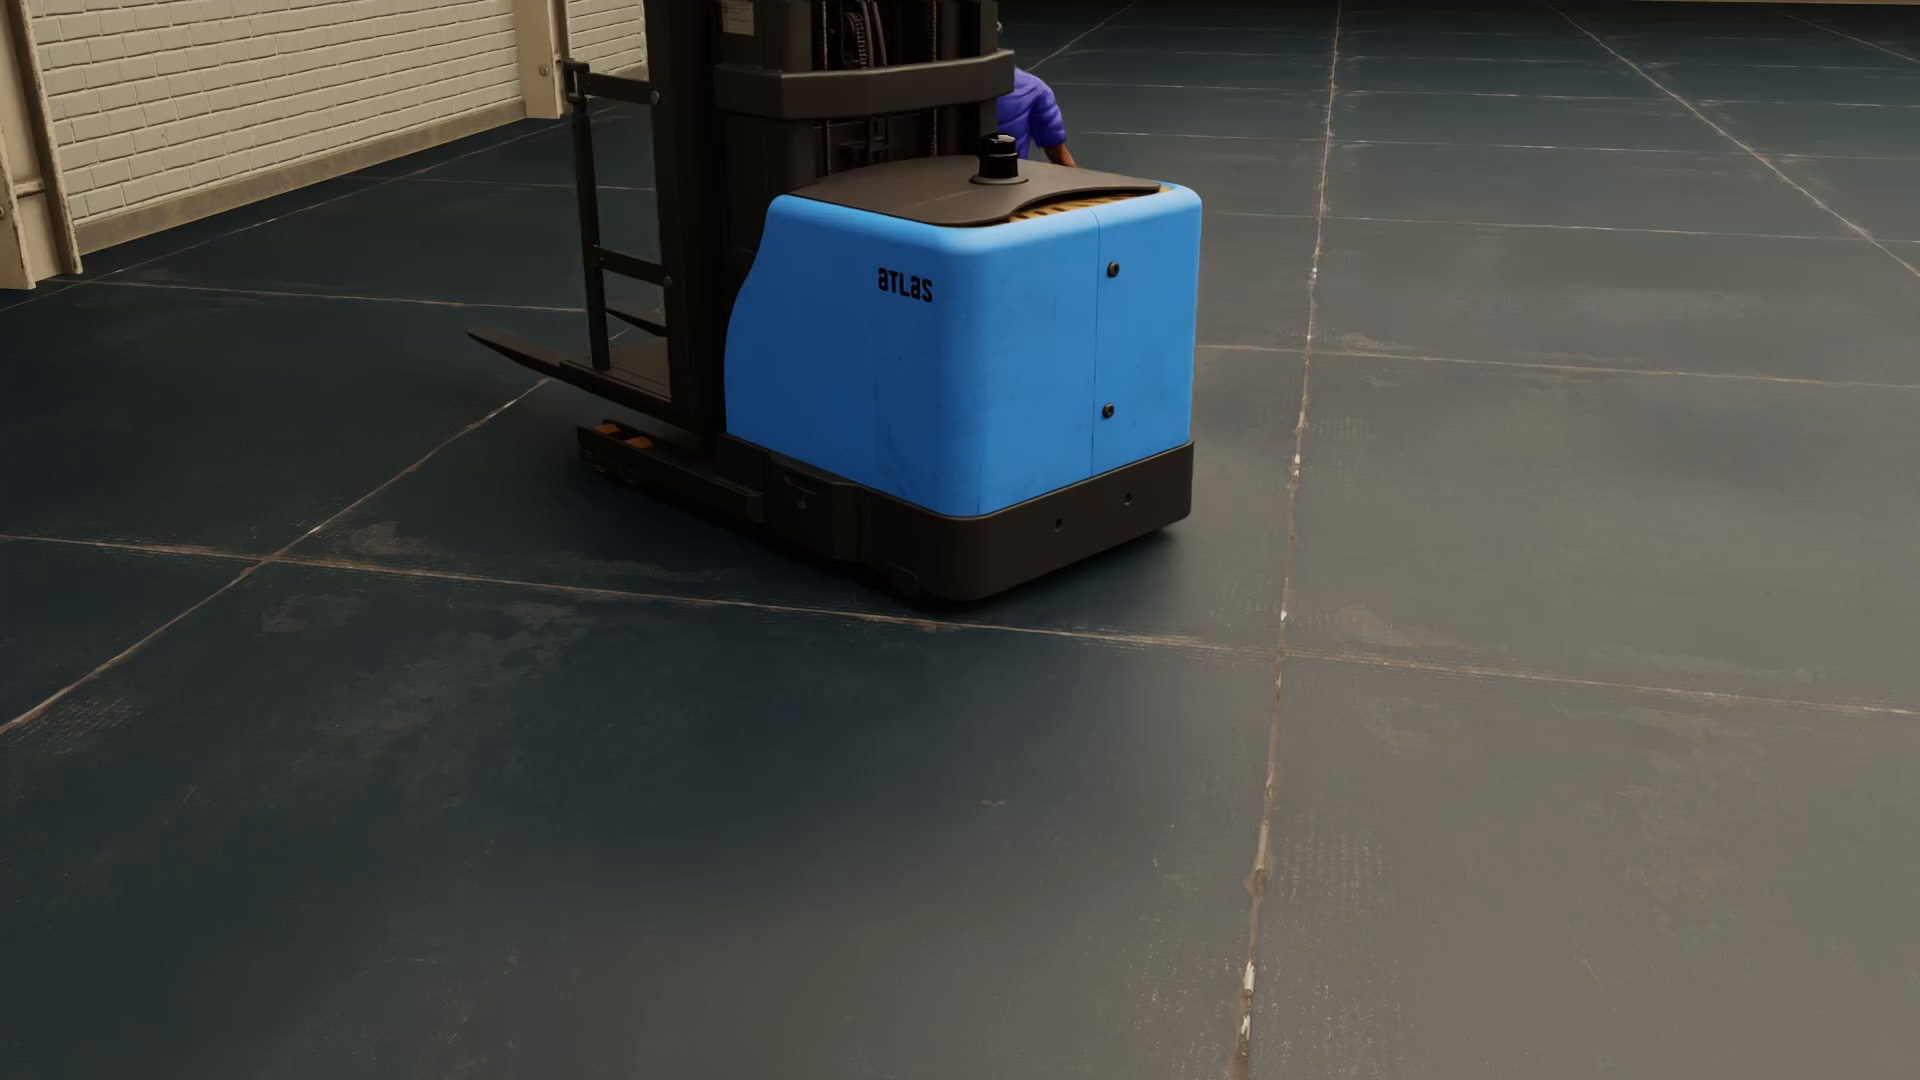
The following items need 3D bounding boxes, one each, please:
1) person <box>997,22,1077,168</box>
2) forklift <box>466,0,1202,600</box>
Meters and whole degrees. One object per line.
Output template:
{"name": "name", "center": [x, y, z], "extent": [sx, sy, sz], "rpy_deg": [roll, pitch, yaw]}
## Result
{"name": "person", "center": [0.139, -1.190, 6.086], "extent": [0.688, 1.530, 0.937], "rpy_deg": [-2, 22, -5]}
{"name": "forklift", "center": [-0.667, -1.656, 5.329], "extent": [1.130, 2.935, 3.031], "rpy_deg": [-20, 30, -40]}
